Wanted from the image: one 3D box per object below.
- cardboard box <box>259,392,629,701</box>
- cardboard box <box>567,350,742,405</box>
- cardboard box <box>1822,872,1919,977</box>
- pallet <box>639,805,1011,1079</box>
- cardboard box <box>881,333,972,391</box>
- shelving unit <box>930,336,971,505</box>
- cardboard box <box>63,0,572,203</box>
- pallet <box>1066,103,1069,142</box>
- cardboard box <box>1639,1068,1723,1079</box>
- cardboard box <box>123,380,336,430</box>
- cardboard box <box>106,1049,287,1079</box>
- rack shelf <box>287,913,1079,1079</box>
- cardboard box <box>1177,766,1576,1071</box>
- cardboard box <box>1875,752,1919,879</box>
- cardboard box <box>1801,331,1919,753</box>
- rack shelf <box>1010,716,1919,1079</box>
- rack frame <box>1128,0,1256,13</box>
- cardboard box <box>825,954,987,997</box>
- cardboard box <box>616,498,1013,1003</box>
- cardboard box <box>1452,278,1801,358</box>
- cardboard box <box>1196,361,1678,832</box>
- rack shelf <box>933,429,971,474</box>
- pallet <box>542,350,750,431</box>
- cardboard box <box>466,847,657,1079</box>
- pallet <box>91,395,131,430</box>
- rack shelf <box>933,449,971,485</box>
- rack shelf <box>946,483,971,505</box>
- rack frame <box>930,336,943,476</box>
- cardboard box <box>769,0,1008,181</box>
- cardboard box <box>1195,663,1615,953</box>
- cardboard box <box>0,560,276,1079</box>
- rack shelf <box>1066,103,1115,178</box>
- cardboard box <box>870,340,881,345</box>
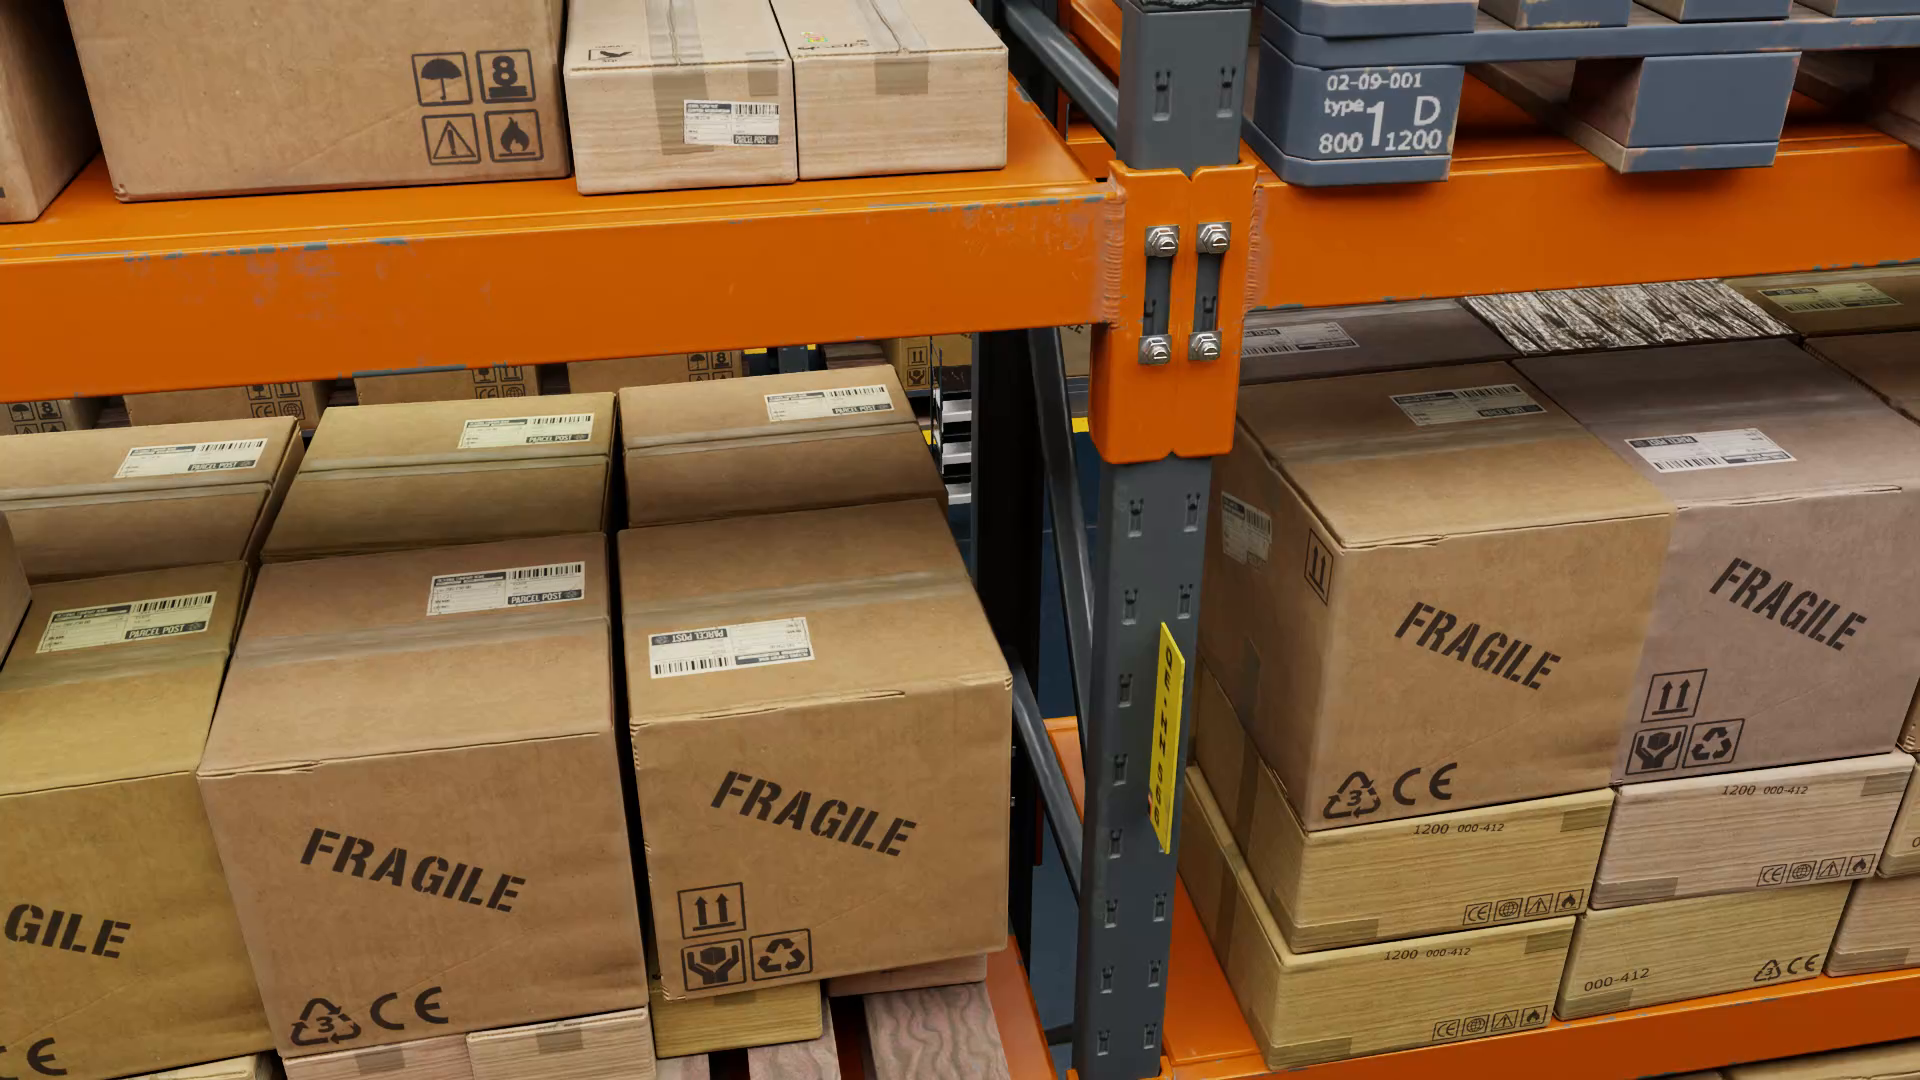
[{"bbox_3d":[-0.824,0.092,2.828,0.500,0.500,0.500,-4,31,-6],"label":"cardboard box"},{"bbox_3d":[-1.435,-1.192,7.623,0.750,0.750,1.050,-6,31,-10],"label":"cardboard box"},{"bbox_3d":[1.717,0.512,3.068,0.500,0.250,0.500,-4,31,-7],"label":"cardboard box"},{"bbox_3d":[-0.510,0.668,2.843,1.003,0.211,1.213,-5,31,-9],"label":"pallet"},{"bbox_3d":[-0.078,-1.032,7.598,0.500,0.500,0.500,-7,31,-11],"label":"cardboard box"},{"bbox_3d":[0.008,-0.389,6.523,0.210,0.900,0.258,-5,31,-9],"label":"shelving unit"},{"bbox_3d":[-0.763,-0.787,2.071,0.500,0.500,0.700,-5,31,-9],"label":"cardboard box"},{"bbox_3d":[-0.138,-2.027,7.427,1.003,0.211,1.213,-5,31,-9],"label":"pallet"},{"bbox_3d":[0.866,1.181,3.465,0.875,0.875,0.875,-6,31,-9],"label":"cardboard box"},{"bbox_3d":[-3.210,-1.025,7.339,0.750,0.750,1.050,-5,31,-9],"label":"cardboard box"},{"bbox_3d":[-1.116,0.699,2.436,0.250,0.149,0.380,-5,31,-8],"label":"cardboard box"},{"bbox_3d":[-1.796,0.960,2.868,4.000,0.370,1.077,-5,31,-9],"label":"rack shelf"},{"bbox_3d":[0.698,0.613,2.897,0.500,0.250,0.500,-6,31,-10],"label":"cardboard box"},{"bbox_3d":[1.715,0.307,2.923,0.500,0.250,0.500,-5,31,-9],"label":"cardboard box"},{"bbox_3d":[1.698,-0.019,2.739,0.500,0.500,0.500,-4,31,-8],"label":"cardboard box"},{"bbox_3d":[2.139,0.595,3.489,4.000,0.370,1.077,-5,31,-9],"label":"rack shelf"},{"bbox_3d":[0.171,-2.119,1.475,0.127,3.000,1.000,-5,31,-9],"label":"rack frame"},{"bbox_3d":[-0.109,0.542,2.703,0.250,0.149,0.380,-4,31,-7],"label":"cardboard box"},{"bbox_3d":[-0.226,0.295,2.482,0.500,0.500,0.500,-6,31,-10],"label":"cardboard box"},{"bbox_3d":[1.136,-0.235,3.106,0.500,0.500,0.500,-5,31,-8],"label":"cardboard box"},{"bbox_3d":[0.701,0.070,2.586,0.500,0.500,0.500,-6,31,-11],"label":"cardboard box"},{"bbox_3d":[0.008,-0.360,6.540,0.200,0.077,0.258,-5,31,-9],"label":"rack shelf"},{"bbox_3d":[-1.609,-0.755,7.826,1.213,0.211,1.003,-5,31,-9],"label":"pallet"},{"bbox_3d":[-0.599,0.648,2.523,0.250,0.149,0.380,-6,31,-9],"label":"cardboard box"},{"bbox_3d":[-4.009,-0.532,7.447,1.213,0.211,1.003,-5,31,-9],"label":"pallet"},{"bbox_3d":[0.008,-0.282,6.586,0.200,0.077,0.258,-5,31,-9],"label":"rack shelf"},{"bbox_3d":[0.008,-0.205,6.631,0.200,0.077,0.258,-5,31,-9],"label":"rack shelf"},{"bbox_3d":[-0.092,-0.379,6.507,0.006,0.900,0.240,-5,31,-9],"label":"rack frame"},{"bbox_3d":[-0.101,-0.584,2.072,0.250,0.149,0.380,-5,31,-9],"label":"cardboard box"},{"bbox_3d":[0.714,0.393,2.776,0.500,0.250,0.500,-6,31,-9],"label":"cardboard box"},{"bbox_3d":[-1.229,0.394,2.313,0.500,0.500,0.500,-7,31,-12],"label":"cardboard box"},{"bbox_3d":[1.148,-1.864,7.670,4.000,0.370,1.077,-5,31,-9],"label":"rack shelf"},{"bbox_3d":[-0.219,-1.285,8.028,0.500,0.500,0.500,-5,31,-9],"label":"cardboard box"}]
